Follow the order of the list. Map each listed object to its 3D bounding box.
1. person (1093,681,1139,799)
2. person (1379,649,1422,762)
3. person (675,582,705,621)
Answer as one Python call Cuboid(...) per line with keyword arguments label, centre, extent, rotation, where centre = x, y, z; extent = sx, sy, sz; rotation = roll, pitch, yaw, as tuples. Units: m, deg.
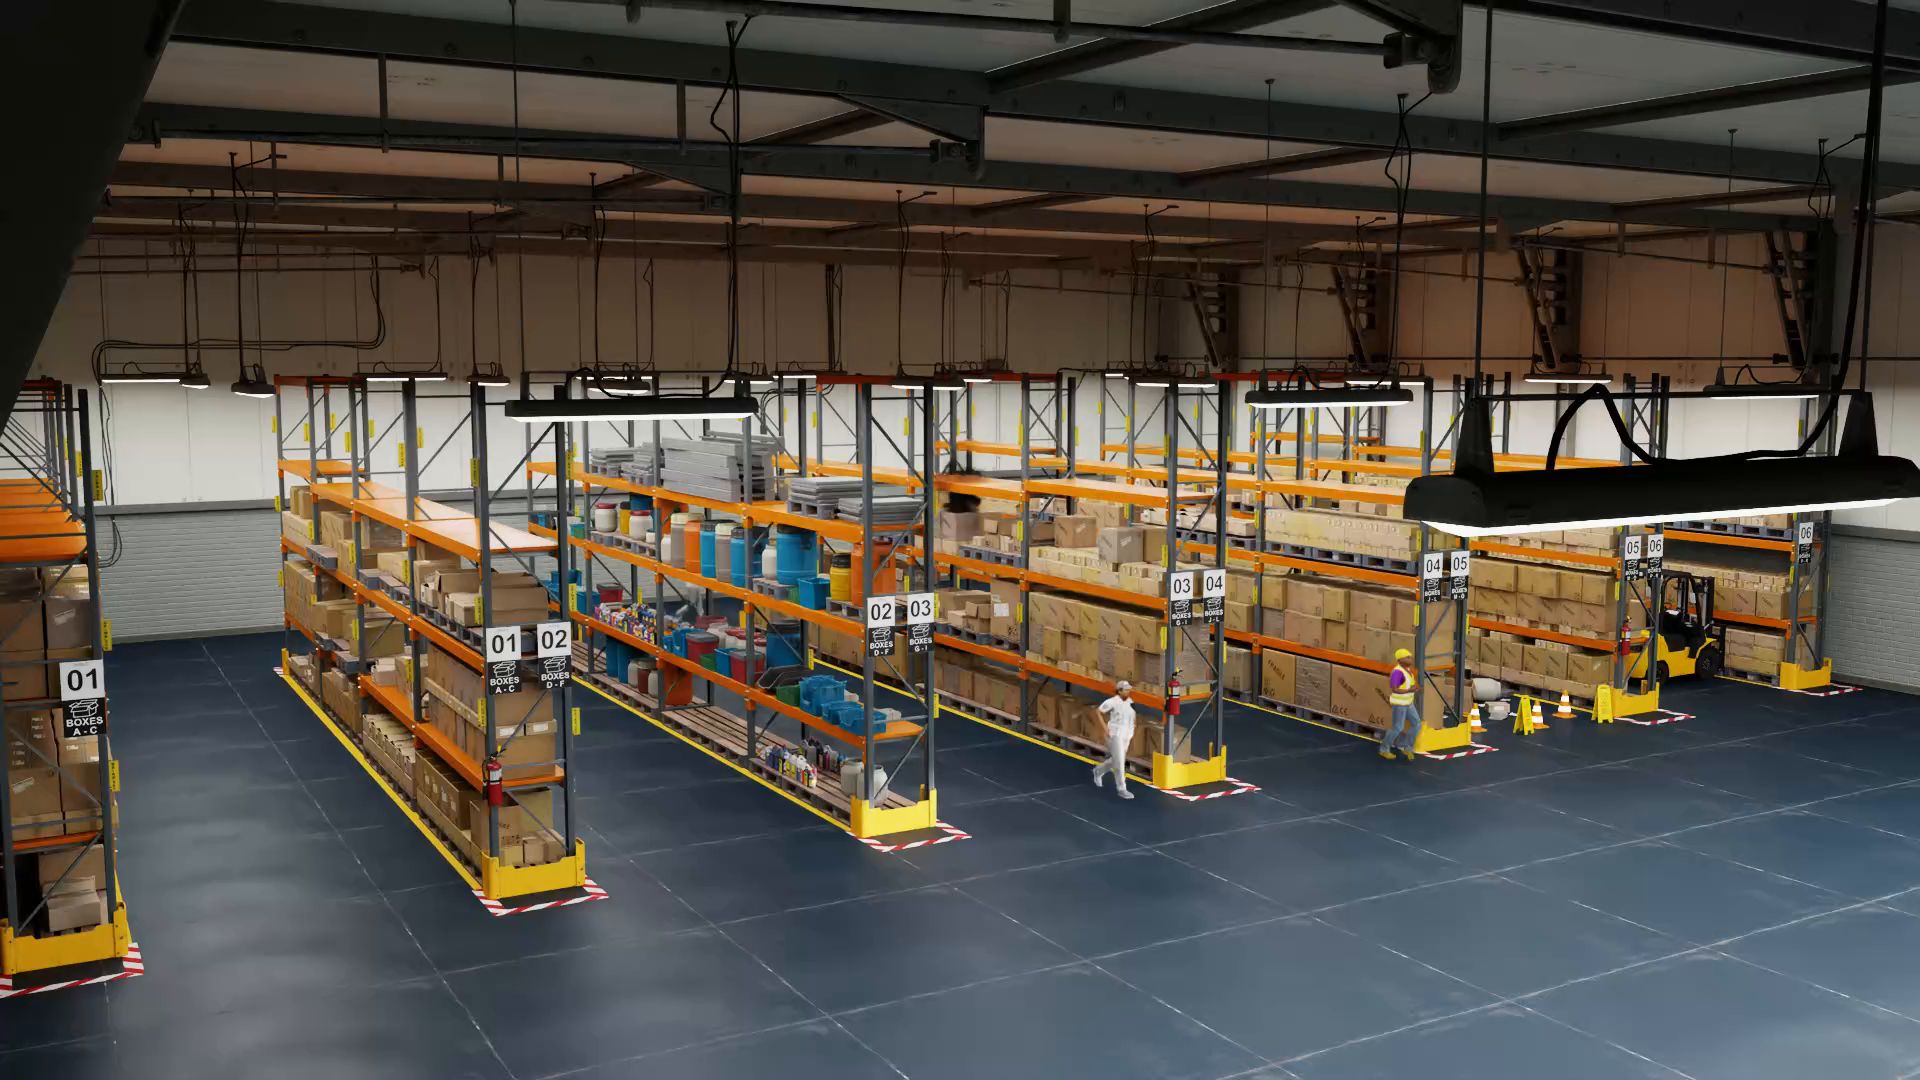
Cuboid(label="person", centre=(2.317, 2.850, 24.156), extent=(0.640, 1.625, 0.948), rotation=(-5, 8, -40))
Cuboid(label="person", centre=(6.942, 2.614, 26.088), extent=(0.675, 1.831, 0.693), rotation=(4, 8, 35))
Cuboid(label="person", centre=(-6.350, 1.161, 39.513), extent=(0.920, 1.699, 0.558), rotation=(-3, 7, -25))
